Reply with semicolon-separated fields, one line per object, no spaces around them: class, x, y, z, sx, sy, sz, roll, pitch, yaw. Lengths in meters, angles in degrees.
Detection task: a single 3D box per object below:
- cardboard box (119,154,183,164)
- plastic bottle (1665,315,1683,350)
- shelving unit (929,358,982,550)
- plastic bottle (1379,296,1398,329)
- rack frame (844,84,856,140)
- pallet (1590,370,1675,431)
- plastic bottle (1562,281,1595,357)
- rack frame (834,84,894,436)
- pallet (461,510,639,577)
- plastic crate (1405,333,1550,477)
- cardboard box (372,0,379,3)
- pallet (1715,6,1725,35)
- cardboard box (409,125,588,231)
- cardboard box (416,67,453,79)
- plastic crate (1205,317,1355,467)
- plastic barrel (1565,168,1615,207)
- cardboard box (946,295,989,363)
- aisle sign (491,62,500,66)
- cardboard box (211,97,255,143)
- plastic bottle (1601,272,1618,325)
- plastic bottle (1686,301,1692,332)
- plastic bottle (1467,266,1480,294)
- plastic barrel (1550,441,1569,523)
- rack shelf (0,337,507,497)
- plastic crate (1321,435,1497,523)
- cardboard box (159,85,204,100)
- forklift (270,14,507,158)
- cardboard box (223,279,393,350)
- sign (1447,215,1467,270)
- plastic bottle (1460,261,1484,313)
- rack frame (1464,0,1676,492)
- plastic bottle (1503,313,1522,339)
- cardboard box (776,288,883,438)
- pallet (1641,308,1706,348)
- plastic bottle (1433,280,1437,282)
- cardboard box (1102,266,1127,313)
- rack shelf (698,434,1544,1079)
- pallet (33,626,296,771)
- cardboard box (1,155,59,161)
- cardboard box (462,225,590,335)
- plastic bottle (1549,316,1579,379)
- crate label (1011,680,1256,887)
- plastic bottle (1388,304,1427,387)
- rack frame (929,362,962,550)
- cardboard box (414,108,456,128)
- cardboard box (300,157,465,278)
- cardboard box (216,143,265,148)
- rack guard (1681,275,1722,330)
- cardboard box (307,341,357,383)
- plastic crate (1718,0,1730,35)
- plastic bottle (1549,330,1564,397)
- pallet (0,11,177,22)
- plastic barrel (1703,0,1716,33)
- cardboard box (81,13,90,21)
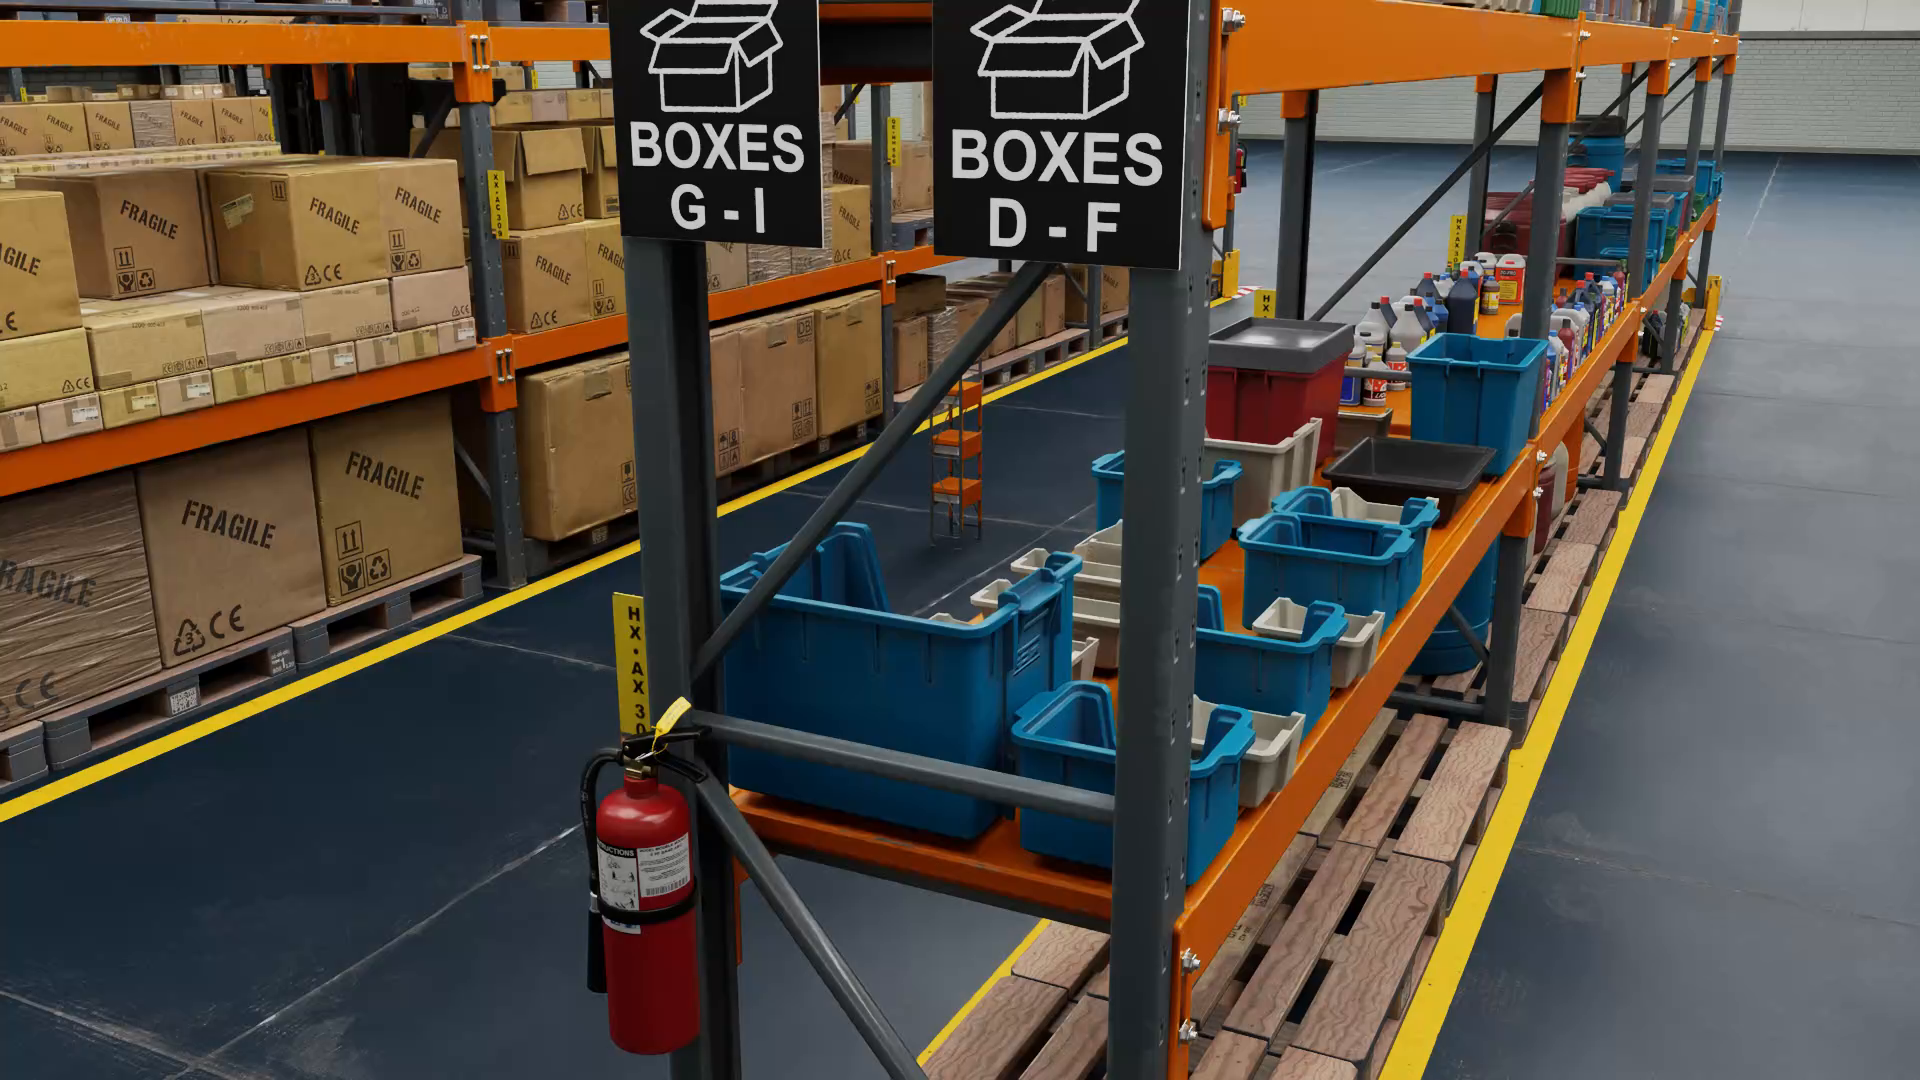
cardboard box;-5.851;-2.709;12.035;0.380;0.149;0.250;9;19;27
plastic bottle;6.081;-1.795;14.180;0.144;0.351;0.185;7;18;23
shelving unit;-0.024;-0.490;9.329;0.215;1.050;0.252;8;18;25
plastic bottle;1.891;-0.915;7.422;0.144;0.351;0.185;8;18;25
rack frame;-1.771;-4.959;20.952;1.000;3.000;0.127;8;18;25
pallet;4.949;-1.112;12.896;1.003;0.211;1.213;8;18;25
plastic bottle;2.917;-1.046;7.864;0.144;0.351;0.185;8;18;25
rack frame;-0.953;-2.265;11.880;1.000;3.000;0.127;8;18;25
pallet;-2.463;-0.115;9.541;1.003;0.211;1.213;8;18;25
plastic crate;1.787;-0.474;5.776;0.392;0.384;0.575;8;18;25
cardboard box;-5.053;-4.553;13.844;0.380;0.149;0.250;7;18;23
pallet;5.500;-4.197;13.450;1.213;0.211;1.003;8;18;25
cardboard box;-2.463;-1.938;8.844;0.797;0.503;0.637;8;18;24
cardboard box;-6.646;-5.804;21.343;0.700;0.500;0.500;8;18;25
plastic crate;1.067;-0.479;5.653;0.402;0.464;0.583;8;18;25
plastic barrel;4.641;-2.503;12.443;0.433;0.535;0.433;0;17;0
cardboard box;-0.188;-1.739;13.727;0.700;0.500;0.500;10;19;30
aisle sign;-6.494;-6.865;22.802;0.394;0.787;0.004;8;18;25
cardboard box;-8.253;-4.663;18.519;0.500;0.500;0.500;8;18;26
plastic bottle;3.420;-1.280;8.792;0.097;0.271;0.097;0;17;0
plastic bottle;6.588;-2.025;15.073;0.061;0.283;0.133;9;19;27
plastic bottle;2.766;-1.352;9.034;0.097;0.271;0.097;0;17;0
plastic barrel;3.102;-0.361;9.104;0.421;0.512;0.421;0;17;0
rack shelf;-3.634;-0.391;6.837;1.077;0.370;4.000;8;18;25
plastic crate;1.430;-0.193;5.284;0.437;0.125;0.590;8;18;25
cardboard box;-8.434;-4.851;18.012;0.380;0.149;0.250;7;18;23
forklift;-3.787;-2.126;11.535;1.130;2.935;3.031;8;18;25
cardboard box;-2.932;-1.038;7.493;0.500;0.250;0.500;9;19;27
sign;2.982;-1.781;9.965;0.100;0.325;0.005;8;18;25
plastic bottle;2.788;-1.388;9.147;0.152;0.276;0.135;8;18;25
rack frame;3.478;-1.634;9.759;1.000;3.000;0.127;8;18;25
plastic bottle;2.515;-0.881;7.439;0.152;0.276;0.135;8;18;25
cardboard box;-1.280;-1.274;11.540;1.225;0.875;0.875;7;18;23
pallet;6.693;-2.104;16.237;1.003;0.211;1.213;8;18;25
plastic bottle;2.403;-1.183;8.466;0.097;0.271;0.097;0;17;0
cardboard box;1.298;-2.530;16.427;0.500;0.500;0.500;16;23;43
rack shelf;0.796;0.239;4.716;1.077;0.370;4.000;8;18;25
pallet;-3.695;0.587;7.178;1.003;0.211;1.213;8;18;25
cardboard box;-6.662;-2.659;11.867;0.380;0.149;0.250;7;18;24
cardboard box;-2.312;-1.379;8.723;0.500;0.500;0.500;8;18;26
plastic bottle;2.652;-0.861;7.374;0.152;0.276;0.135;8;18;25
crate label;0.308;0.434;2.984;0.416;0.233;0.303;8;18;25
plastic bottle;1.937;-0.849;7.202;0.144;0.351;0.185;8;18;25
rack frame;-0.078;-0.459;9.224;0.200;1.050;0.008;8;18;25
cardboard box;-4.911;-3.691;14.750;0.700;0.500;0.500;8;18;25
cardboard box;-2.707;-1.525;7.814;0.500;0.500;0.500;9;19;27
cardboard box;-5.843;-3.126;13.438;0.380;0.149;0.250;8;18;24
rack guard;7.060;-2.449;16.890;1.175;0.500;0.348;8;18;25
cardboard box;-2.929;-0.809;7.423;0.380;0.149;0.250;8;19;26
plastic crate;6.470;-4.578;14.430;0.392;0.384;0.575;8;18;25
plastic bottle;2.478;-0.743;6.982;0.097;0.271;0.097;0;17;0
pallet;-6.301;-3.659;11.636;1.213;0.211;1.003;8;18;25
plastic barrel;5.232;-4.174;12.162;0.600;0.901;0.708;8;18;25
cardboard box;-6.275;-4.039;12.412;0.500;0.500;0.500;8;18;25
